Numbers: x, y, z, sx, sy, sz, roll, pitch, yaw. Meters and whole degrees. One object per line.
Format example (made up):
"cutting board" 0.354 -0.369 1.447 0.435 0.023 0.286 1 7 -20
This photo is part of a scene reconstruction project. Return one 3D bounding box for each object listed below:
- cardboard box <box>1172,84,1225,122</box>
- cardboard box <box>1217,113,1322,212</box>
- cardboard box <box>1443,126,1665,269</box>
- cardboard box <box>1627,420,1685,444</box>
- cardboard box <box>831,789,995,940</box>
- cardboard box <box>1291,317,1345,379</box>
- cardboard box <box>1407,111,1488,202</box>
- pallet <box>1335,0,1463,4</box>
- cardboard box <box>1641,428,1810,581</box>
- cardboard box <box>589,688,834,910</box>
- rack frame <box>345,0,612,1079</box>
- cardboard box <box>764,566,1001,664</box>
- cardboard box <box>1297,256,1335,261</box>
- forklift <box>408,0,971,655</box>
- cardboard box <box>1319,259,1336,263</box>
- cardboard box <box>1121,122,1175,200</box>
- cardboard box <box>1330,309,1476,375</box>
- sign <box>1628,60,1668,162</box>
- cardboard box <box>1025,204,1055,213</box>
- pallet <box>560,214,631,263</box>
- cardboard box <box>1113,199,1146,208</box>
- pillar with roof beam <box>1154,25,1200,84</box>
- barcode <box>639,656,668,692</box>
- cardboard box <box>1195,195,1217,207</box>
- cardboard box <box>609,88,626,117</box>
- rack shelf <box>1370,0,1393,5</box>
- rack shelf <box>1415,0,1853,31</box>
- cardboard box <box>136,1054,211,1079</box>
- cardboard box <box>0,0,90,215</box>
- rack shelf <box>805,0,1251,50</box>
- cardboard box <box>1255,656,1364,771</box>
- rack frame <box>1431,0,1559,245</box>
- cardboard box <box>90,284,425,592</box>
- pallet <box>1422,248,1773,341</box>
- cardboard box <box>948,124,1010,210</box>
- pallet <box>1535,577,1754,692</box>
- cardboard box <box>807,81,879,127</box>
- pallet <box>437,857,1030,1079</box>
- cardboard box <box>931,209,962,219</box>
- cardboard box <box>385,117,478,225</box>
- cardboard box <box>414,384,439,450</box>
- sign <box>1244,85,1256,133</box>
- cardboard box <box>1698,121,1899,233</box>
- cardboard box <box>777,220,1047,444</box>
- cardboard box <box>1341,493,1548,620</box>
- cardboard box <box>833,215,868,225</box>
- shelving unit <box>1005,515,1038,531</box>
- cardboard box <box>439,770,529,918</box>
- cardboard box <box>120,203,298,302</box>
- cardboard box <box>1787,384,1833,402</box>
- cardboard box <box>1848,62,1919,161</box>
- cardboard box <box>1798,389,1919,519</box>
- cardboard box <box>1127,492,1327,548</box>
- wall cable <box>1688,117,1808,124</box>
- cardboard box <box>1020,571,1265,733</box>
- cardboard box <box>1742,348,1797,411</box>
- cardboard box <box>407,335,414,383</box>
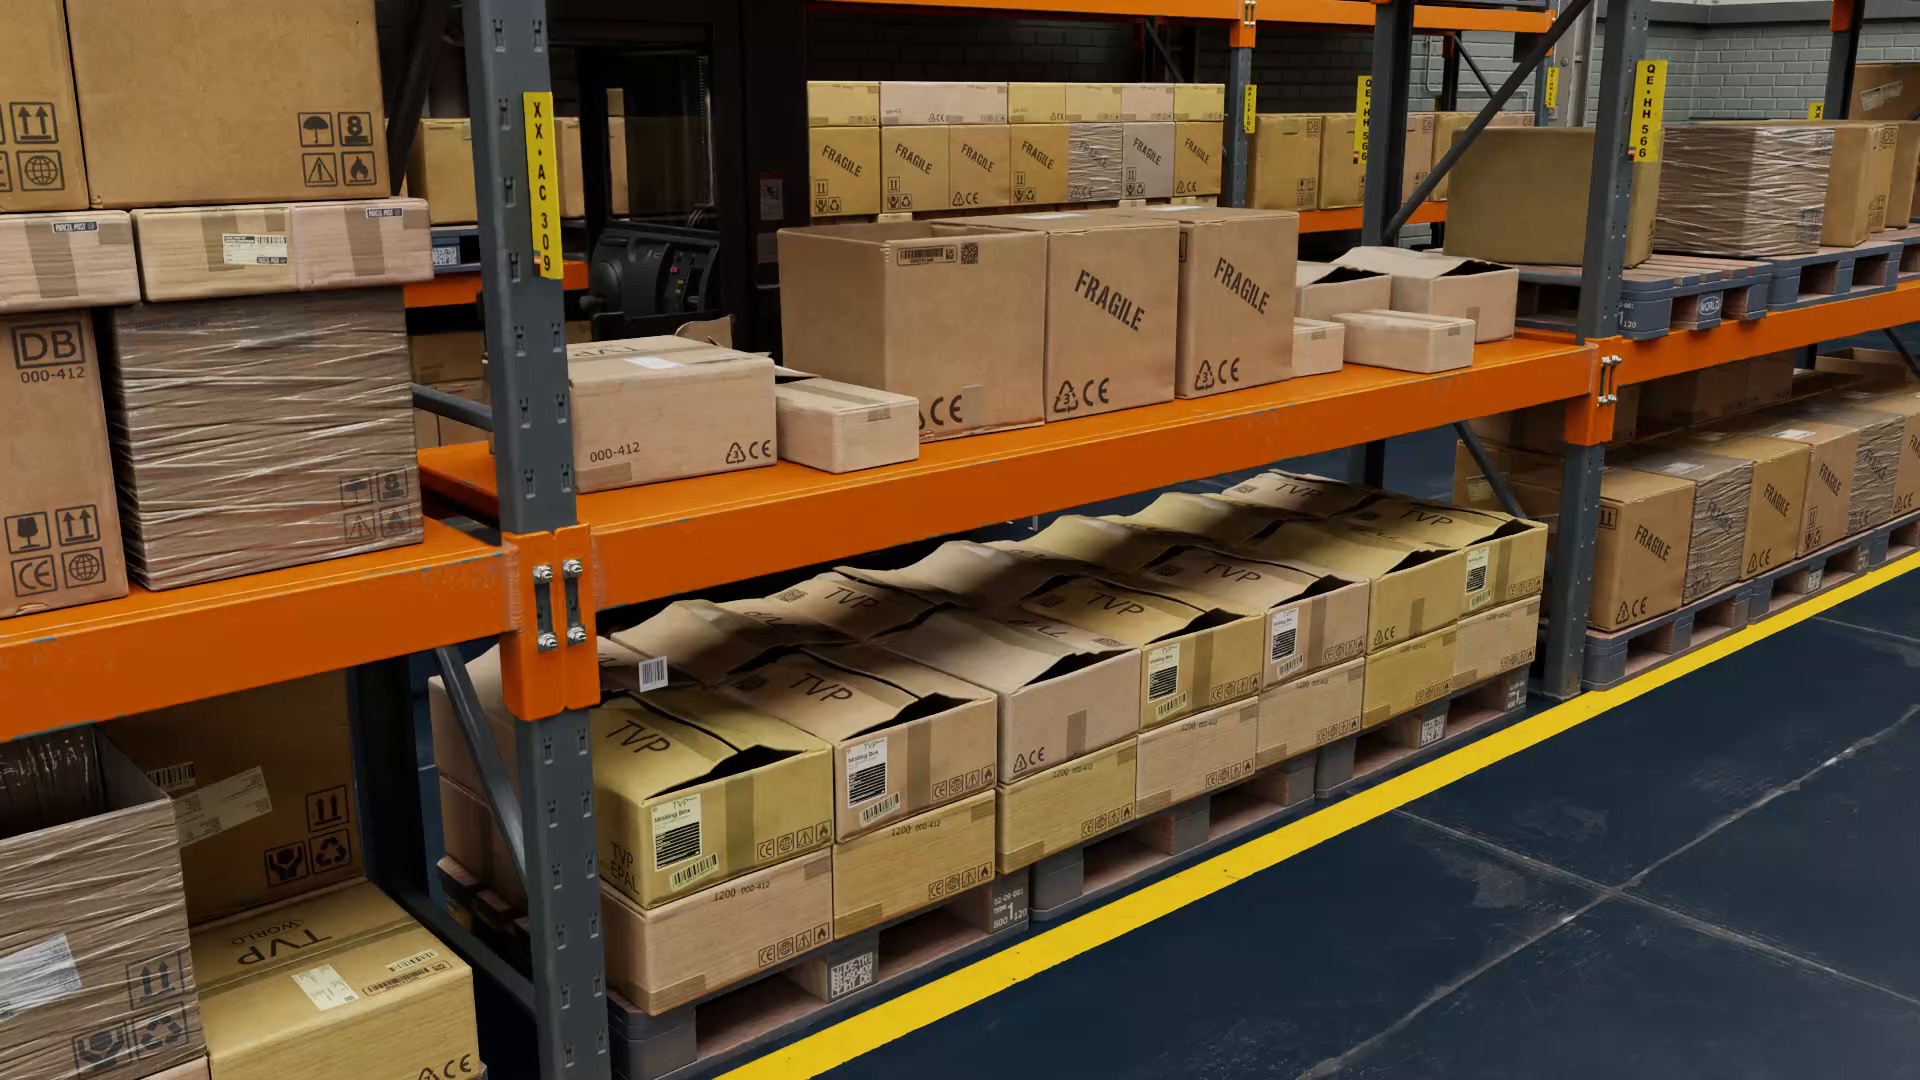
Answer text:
"cardboard box" 1.483 -3.040 11.558 0.500 0.250 0.500 -12 19 -38
"cardboard box" 2.087 -2.839 12.485 0.700 0.700 0.980 -12 19 -39
"cardboard box" 2.305 -1.344 6.461 0.700 0.500 0.500 8 17 28
"cardboard box" 2.846 -0.261 7.405 0.500 0.500 0.500 -14 20 -41
"cardboard box" -0.260 0.733 4.209 0.500 0.250 0.500 -12 19 -38
"cardboard box" 0.979 -0.616 5.229 0.250 0.149 0.380 -11 18 -35
"cardboard box" 3.765 -3.214 13.889 0.700 0.700 0.980 -13 20 -40
"pallet" 3.211 -4.354 13.097 1.213 0.211 1.003 -13 19 -39
"cardboard box" 3.208 -0.164 7.043 0.500 0.500 0.500 -13 20 -40
"cardboard box" -0.638 0.547 3.819 0.500 0.311 0.500 -13 19 -39
"rack frame" -1.113 -0.286 3.510 0.127 3.000 1.000 -13 19 -39
"cardboard box" -0.229 0.270 4.853 0.500 0.311 0.500 -13 20 -40
"cardboard box" 2.845 -2.212 13.491 0.250 0.149 0.380 -12 19 -39
"forklift" -1.402 -1.073 6.588 3.031 2.935 1.130 -12 19 -38
"cardboard box" 3.071 -2.132 13.191 0.250 0.149 0.380 -13 20 -41
"cardboard box" 1.106 -2.591 11.330 0.500 0.500 0.500 -12 19 -39
"cardboard box" 1.407 -0.637 5.307 0.250 0.149 0.380 -13 19 -39
"sign" 2.271 -1.416 5.495 0.005 0.325 0.100 -13 19 -39
"cardboard box" 0.403 -2.132 10.867 0.250 0.149 0.380 -12 19 -38
"pallet" -1.818 -1.694 9.150 1.003 0.211 1.213 -13 19 -39
"cardboard box" 1.038 -2.243 11.281 0.250 0.149 0.380 -13 19 -39
"pillar with roof beam" 4.454 -4.953 9.354 0.400 9.000 9.100 -13 19 -39
"barcode" -0.647 0.283 3.510 0.075 0.075 0.001 -13 19 -39
"cardboard box" 1.598 -2.381 11.801 0.250 0.149 0.380 -12 19 -39
"cardboard box" -1.824 -2.380 9.046 0.380 0.149 0.250 12 19 38
"rack shelf" 0.396 -1.727 4.484 4.000 0.370 1.077 -13 19 -39
"rack shelf" 3.413 -2.404 7.021 4.000 0.370 1.077 -13 19 -39
"cardboard box" -1.703 1.043 3.047 0.500 0.250 0.500 -13 19 -39
"cardboard box" -1.824 -0.799 2.722 0.500 0.500 0.700 -13 20 -39
"rack shelf" 0.159 -3.368 10.629 4.000 0.370 1.077 -13 19 -39
"cardboard box" 0.900 0.471 5.190 0.500 0.250 0.500 -12 19 -38
"rack frame" 4.685 -3.283 14.728 0.127 3.000 1.000 -13 19 -39
"cardboard box" -1.444 -0.258 3.211 0.500 0.500 0.700 -13 20 -41
"pallet" 2.370 -1.000 6.552 1.003 0.211 1.213 -13 19 -39
"cardboard box" -0.040 -2.333 10.362 0.500 0.500 0.500 -13 20 -40
"pallet" 2.492 0.264 6.852 1.213 0.211 1.003 -13 19 -39
"cardboard box" -0.817 -2.523 9.622 0.500 0.250 0.500 -12 19 -38
"pallet" -0.583 0.928 4.365 1.213 0.211 1.003 -13 19 -39
"cardboard box" -0.199 -2.009 10.405 0.250 0.149 0.380 -12 19 -38
"cardboard box" -2.624 -1.892 8.473 0.500 0.500 0.700 -13 19 -39
"cardboard box" -3.055 -0.559 8.521 0.500 0.500 0.700 -12 19 -39
"sign" 2.031 -3.023 11.663 0.005 0.325 0.100 -13 19 -39
"cardboard box" 3.941 -1.727 7.897 0.500 0.500 0.700 -9 17 -31
"cardboard box" -0.126 -0.551 4.306 0.500 0.500 0.500 -11 18 -35
"cardboard box" 1.671 0.027 5.763 0.500 0.311 0.500 -12 19 -38
"cardboard box" -0.754 -1.868 9.878 0.250 0.149 0.380 -12 19 -39
"shelving unit" 0.125 -0.608 8.200 0.503 1.200 0.258 -13 19 -39
"cardboard box" -0.991 0.712 4.285 0.500 0.250 0.500 -13 20 -40
"cardboard box" -1.365 -0.519 2.929 0.250 0.149 0.380 -13 20 -41
"cardboard box" 4.002 -0.520 8.374 0.500 0.500 0.500 -12 19 -39
"cardboard box" 5.133 -2.309 8.951 0.500 0.500 0.500 -13 19 -39
"cardboard box" 4.359 -0.425 8.020 0.500 0.500 0.500 -13 19 -39
"cardboard box" 0.926 0.013 5.818 0.500 0.311 0.500 -13 20 -41
"wall cable" 9.186 -5.570 17.681 0.112 2.526 3.097 -13 19 -39
"cardboard box" 0.521 0.286 4.795 0.500 0.311 0.500 -12 19 -38
"cardboard box" 3.643 -0.805 7.989 0.500 0.250 0.500 -13 19 -39
"cardboard box" -3.103 -0.909 8.380 0.500 0.250 0.500 -13 20 -41
